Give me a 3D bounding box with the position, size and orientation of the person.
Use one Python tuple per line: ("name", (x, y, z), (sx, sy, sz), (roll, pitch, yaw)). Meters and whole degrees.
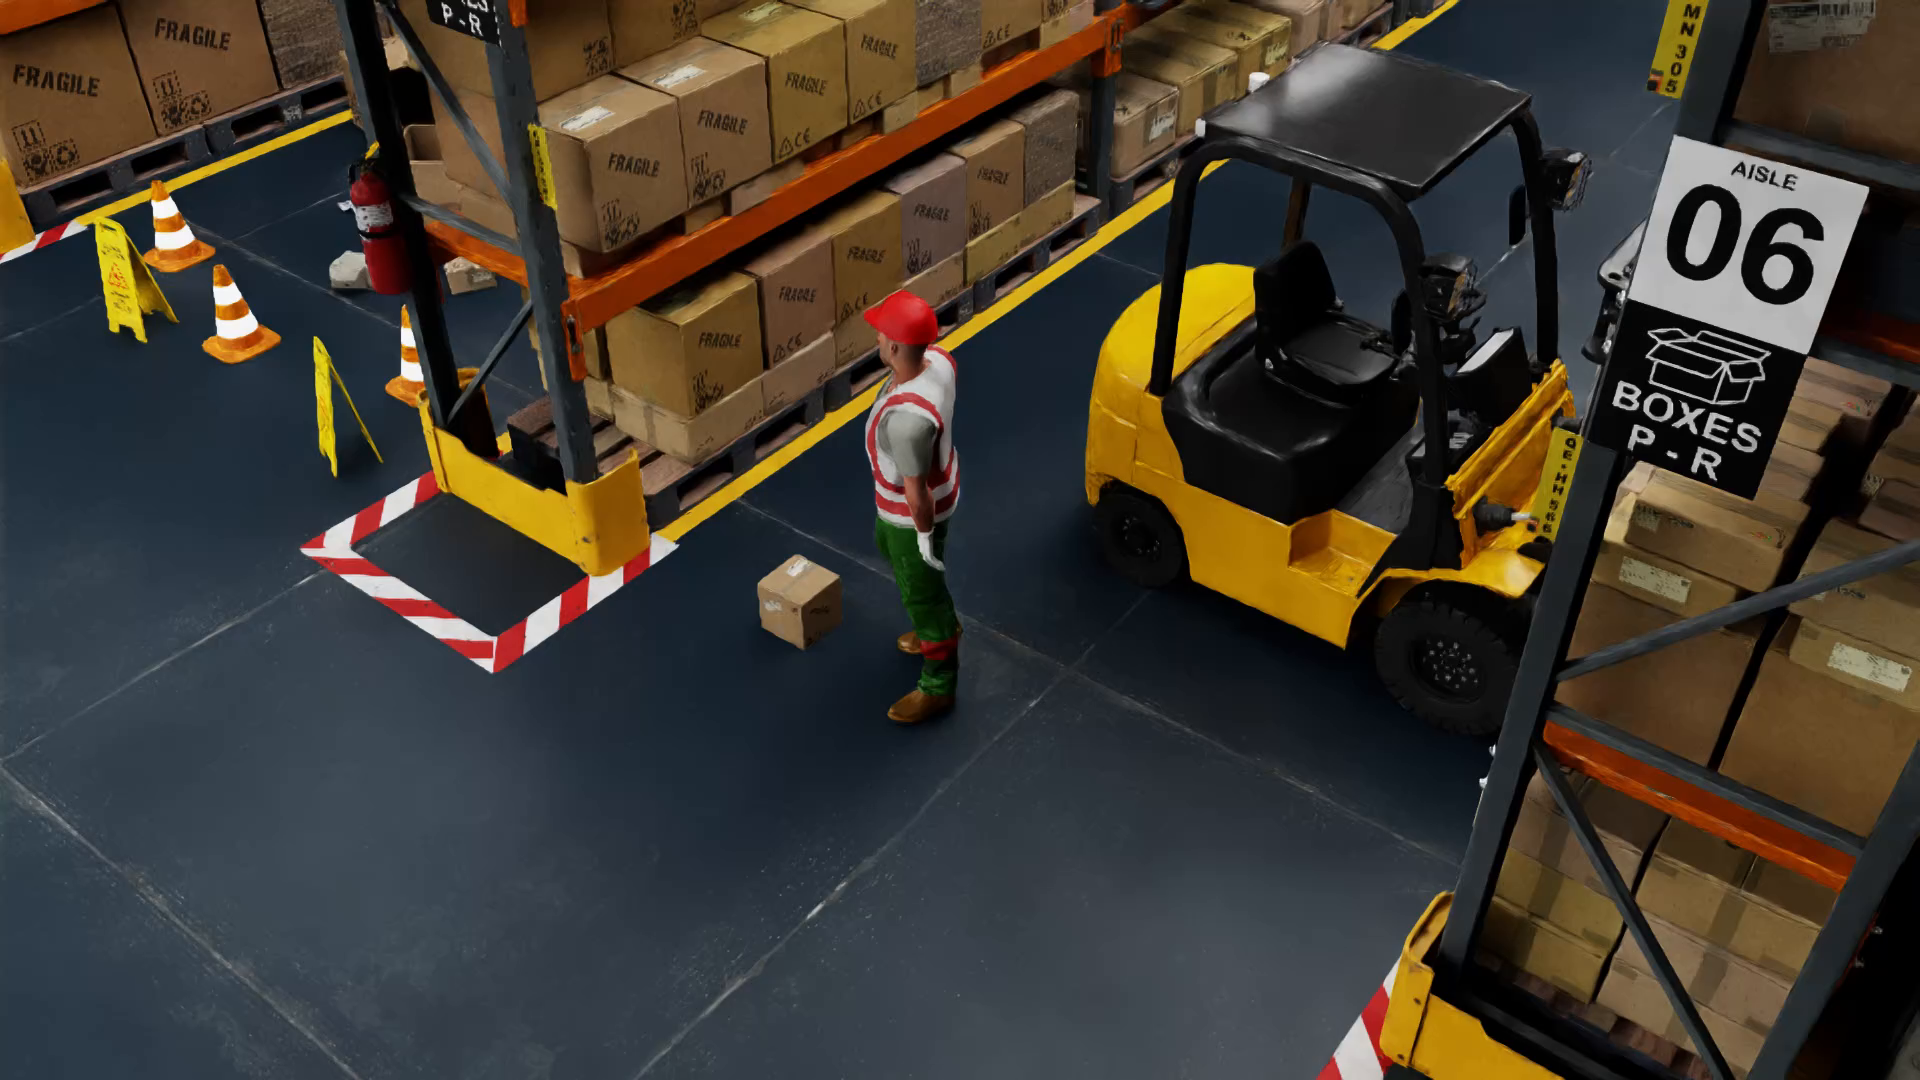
("person", (-0.174, -0.155, 6.276), (0.373, 1.789, 0.617), (4, 39, 5))
